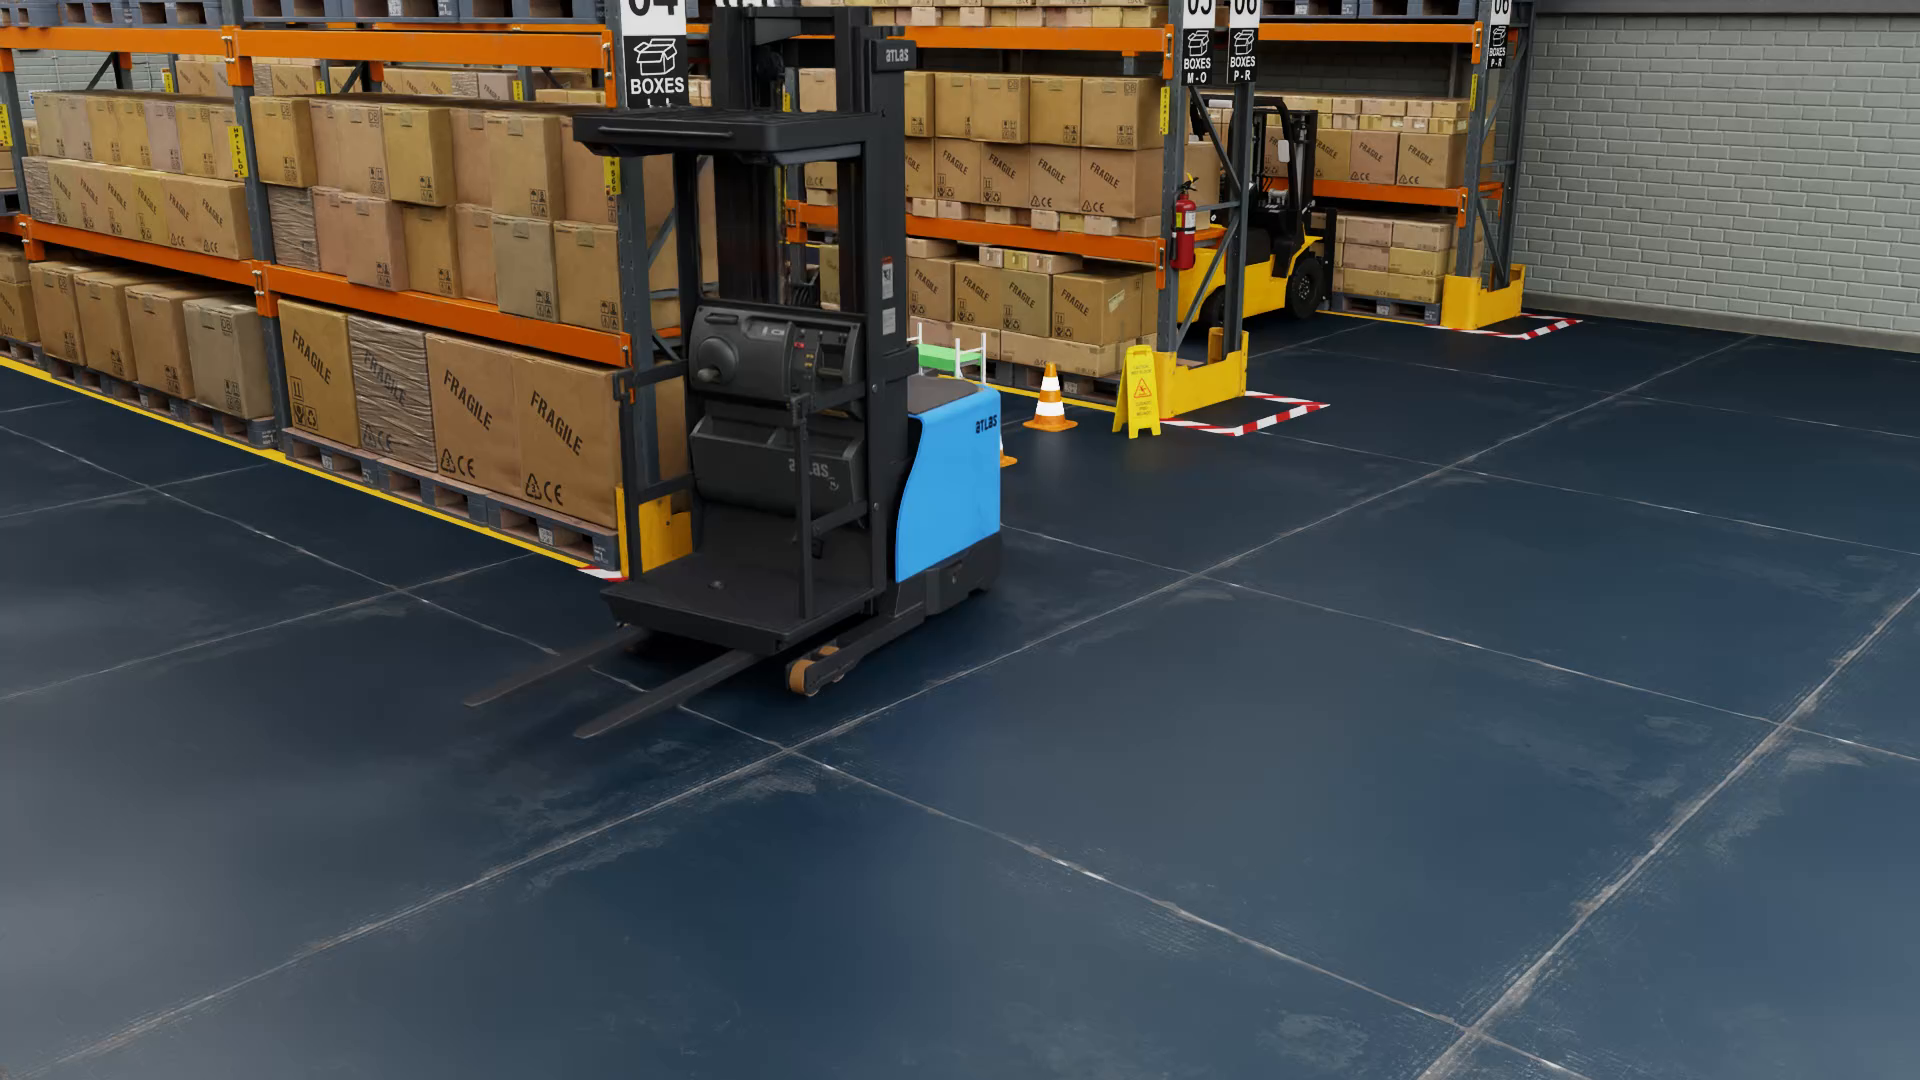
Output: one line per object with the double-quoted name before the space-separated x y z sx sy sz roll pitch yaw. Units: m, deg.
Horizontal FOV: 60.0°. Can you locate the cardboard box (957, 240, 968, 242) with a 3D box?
"cardboard box" 0.105 -4.024 20.563 0.625 0.625 0.875 16 24 41

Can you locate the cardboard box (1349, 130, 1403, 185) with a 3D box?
"cardboard box" 4.213 -3.800 16.462 0.500 0.500 0.500 16 24 41

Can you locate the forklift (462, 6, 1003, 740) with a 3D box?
"forklift" -0.966 -0.858 7.470 1.130 2.935 3.031 10 20 29

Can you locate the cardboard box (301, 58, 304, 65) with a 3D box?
"cardboard box" -7.697 -5.793 20.017 0.250 0.149 0.380 16 23 41

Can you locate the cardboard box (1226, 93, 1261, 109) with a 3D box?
"cardboard box" 2.976 -4.575 17.340 0.250 0.149 0.380 15 23 38

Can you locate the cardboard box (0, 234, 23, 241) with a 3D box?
"cardboard box" -8.789 -2.598 15.037 0.500 0.250 0.500 16 23 41

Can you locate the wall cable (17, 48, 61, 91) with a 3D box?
"wall cable" -14.355 -7.322 25.992 0.123 1.953 0.585 15 23 39

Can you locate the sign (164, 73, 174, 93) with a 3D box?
"sign" -10.495 -6.022 22.065 0.005 0.325 0.100 15 23 39

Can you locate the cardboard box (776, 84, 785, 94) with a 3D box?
"cardboard box" -2.190 -5.748 21.901 0.637 0.503 0.797 14 23 38

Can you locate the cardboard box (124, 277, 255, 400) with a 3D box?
"cardboard box" -5.600 -1.573 12.633 0.750 0.750 1.050 15 23 39

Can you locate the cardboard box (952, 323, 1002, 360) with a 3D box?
"cardboard box" 0.285 -1.684 13.810 0.500 0.250 0.500 14 22 37

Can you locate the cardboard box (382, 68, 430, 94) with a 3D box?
"cardboard box" -6.219 -5.066 18.798 0.500 0.500 0.500 14 23 38

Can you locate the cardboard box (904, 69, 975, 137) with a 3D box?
"cardboard box" -0.236 -3.600 13.688 0.500 0.500 0.700 14 23 38

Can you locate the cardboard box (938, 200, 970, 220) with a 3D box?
"cardboard box" 0.034 -2.727 13.662 0.250 0.149 0.380 15 23 39

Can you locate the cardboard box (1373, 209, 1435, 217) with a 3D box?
"cardboard box" 4.527 -3.212 16.972 0.500 0.250 0.500 15 23 39

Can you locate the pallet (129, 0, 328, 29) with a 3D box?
"pallet" -5.075 -3.657 11.535 1.217 0.209 0.805 14 22 37

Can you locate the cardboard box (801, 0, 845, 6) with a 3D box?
"cardboard box" -0.999 -4.636 14.058 0.500 0.250 0.500 14 23 38

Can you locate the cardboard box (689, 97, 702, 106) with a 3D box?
"cardboard box" -2.398 -3.921 15.656 0.500 0.500 0.500 16 24 41

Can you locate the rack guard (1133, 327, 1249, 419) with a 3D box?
"rack guard" 1.788 -1.307 12.903 0.348 0.500 1.175 15 23 39

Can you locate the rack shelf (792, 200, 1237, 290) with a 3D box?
"rack shelf" 0.349 -2.542 13.851 4.000 0.370 1.077 15 23 39

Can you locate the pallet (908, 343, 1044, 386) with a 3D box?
"pallet" 0.296 -1.585 14.258 1.213 0.211 1.003 15 23 39

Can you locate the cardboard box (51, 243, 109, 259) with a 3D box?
"cardboard box" -7.703 -2.509 14.756 0.500 0.250 0.500 14 22 37

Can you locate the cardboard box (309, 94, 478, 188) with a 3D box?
"cardboard box" -3.615 -2.566 10.706 0.550 0.550 0.875 15 23 39

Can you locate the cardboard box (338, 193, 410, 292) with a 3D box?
"cardboard box" -3.321 -1.906 10.410 0.550 0.550 0.875 15 23 39

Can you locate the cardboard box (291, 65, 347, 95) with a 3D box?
"cardboard box" -7.666 -5.449 20.004 0.500 0.500 0.500 15 23 39

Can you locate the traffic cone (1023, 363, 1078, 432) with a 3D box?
"traffic cone" 0.667 -1.068 12.213 0.334 0.463 0.336 15 23 39

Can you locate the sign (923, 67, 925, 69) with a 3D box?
"sign" -0.480 -5.891 21.302 0.005 0.325 0.100 15 23 39

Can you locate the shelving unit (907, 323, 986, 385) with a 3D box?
"shelving unit" -0.124 -0.605 9.535 0.503 1.200 0.258 15 23 39

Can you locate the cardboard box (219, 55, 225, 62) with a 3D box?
"cardboard box" -9.238 -6.191 21.270 0.250 0.149 0.380 15 23 40

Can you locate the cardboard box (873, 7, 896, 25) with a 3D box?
"cardboard box" -0.498 -4.329 13.750 0.250 0.149 0.380 16 24 41

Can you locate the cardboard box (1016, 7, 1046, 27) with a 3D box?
"cardboard box" 0.646 -4.010 12.746 0.250 0.149 0.380 15 23 39

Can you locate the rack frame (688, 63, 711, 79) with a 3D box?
"rack frame" -3.838 -6.016 23.610 0.127 3.000 1.000 15 23 39

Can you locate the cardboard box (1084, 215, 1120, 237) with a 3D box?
"cardboard box" 1.160 -2.416 12.680 0.250 0.149 0.380 15 23 39

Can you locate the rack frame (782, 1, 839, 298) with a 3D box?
"rack frame" -1.147 -3.286 15.008 0.127 3.000 1.000 15 23 39

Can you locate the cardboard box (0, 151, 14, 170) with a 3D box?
"cardboard box" -8.020 -3.168 13.863 0.250 0.149 0.380 16 23 40

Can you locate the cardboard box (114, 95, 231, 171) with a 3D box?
"cardboard box" -5.872 -3.075 12.523 0.500 0.500 0.700 15 23 39

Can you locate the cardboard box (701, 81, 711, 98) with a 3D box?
"cardboard box" -2.166 -4.162 15.344 0.250 0.149 0.380 14 22 38

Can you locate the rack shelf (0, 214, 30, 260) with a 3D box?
"rack shelf" -8.844 -3.008 15.320 4.000 0.370 1.077 15 23 39

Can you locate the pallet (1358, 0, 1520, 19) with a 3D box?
"pallet" 4.626 -5.142 16.043 1.213 0.211 1.003 15 23 39

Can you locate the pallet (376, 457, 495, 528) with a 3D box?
"pallet" -2.923 -0.402 10.528 1.213 0.211 1.003 15 23 39

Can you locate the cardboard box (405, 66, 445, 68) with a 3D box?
"cardboard box" -6.237 -5.282 19.477 0.500 0.500 0.500 16 23 40

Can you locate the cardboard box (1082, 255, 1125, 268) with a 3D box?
"cardboard box" 1.013 -2.063 13.766 0.500 0.500 0.500 14 22 37

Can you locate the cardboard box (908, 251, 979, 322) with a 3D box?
"cardboard box" -0.090 -2.144 14.021 0.500 0.500 0.500 17 24 42

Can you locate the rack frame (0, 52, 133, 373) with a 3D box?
"rack frame" -7.348 -2.949 13.946 0.127 3.000 1.000 15 23 39

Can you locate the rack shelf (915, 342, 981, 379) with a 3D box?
"rack shelf" -0.124 -1.002 9.409 0.480 0.148 0.258 15 23 39

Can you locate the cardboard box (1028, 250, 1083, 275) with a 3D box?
"cardboard box" 0.754 -2.200 13.123 0.250 0.149 0.380 16 24 41

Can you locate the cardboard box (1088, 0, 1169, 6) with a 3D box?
"cardboard box" 1.284 -4.025 12.133 0.500 0.250 0.500 15 23 39

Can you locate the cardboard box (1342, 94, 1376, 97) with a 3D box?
"cardboard box" 4.128 -4.507 17.124 0.250 0.149 0.380 14 23 38

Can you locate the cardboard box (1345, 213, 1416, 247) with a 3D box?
"cardboard box" 4.200 -3.096 16.607 0.500 0.250 0.500 16 23 40

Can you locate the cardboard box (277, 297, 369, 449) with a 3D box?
"cardboard box" -3.933 -1.191 11.225 0.875 0.875 0.875 15 23 40

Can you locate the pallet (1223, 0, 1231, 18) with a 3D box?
"pallet" 2.801 -5.632 17.587 1.213 0.211 1.003 15 23 39

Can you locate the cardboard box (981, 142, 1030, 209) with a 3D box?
"cardboard box" 0.513 -2.922 13.203 0.500 0.500 0.500 15 23 39

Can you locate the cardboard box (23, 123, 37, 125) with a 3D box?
"cardboard box" -8.350 -3.661 14.925 0.250 0.149 0.380 16 24 42

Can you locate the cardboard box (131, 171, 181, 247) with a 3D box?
"cardboard box" -5.680 -2.441 12.179 0.500 0.500 0.500 15 23 40

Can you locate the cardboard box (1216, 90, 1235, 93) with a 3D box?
"cardboard box" 2.952 -4.803 18.058 0.250 0.149 0.380 15 23 39

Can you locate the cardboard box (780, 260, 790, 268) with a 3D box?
"cardboard box" -2.080 -2.482 16.124 0.950 0.372 0.625 -17 24 -42

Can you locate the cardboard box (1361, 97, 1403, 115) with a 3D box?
"cardboard box" 4.174 -4.285 16.427 0.250 0.149 0.380 15 23 40

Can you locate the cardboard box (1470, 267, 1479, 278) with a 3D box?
"cardboard box" 4.900 -2.639 16.821 0.500 0.250 0.500 15 23 39

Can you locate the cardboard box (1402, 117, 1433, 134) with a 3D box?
"cardboard box" 4.481 -4.015 16.065 0.250 0.149 0.380 16 23 40
